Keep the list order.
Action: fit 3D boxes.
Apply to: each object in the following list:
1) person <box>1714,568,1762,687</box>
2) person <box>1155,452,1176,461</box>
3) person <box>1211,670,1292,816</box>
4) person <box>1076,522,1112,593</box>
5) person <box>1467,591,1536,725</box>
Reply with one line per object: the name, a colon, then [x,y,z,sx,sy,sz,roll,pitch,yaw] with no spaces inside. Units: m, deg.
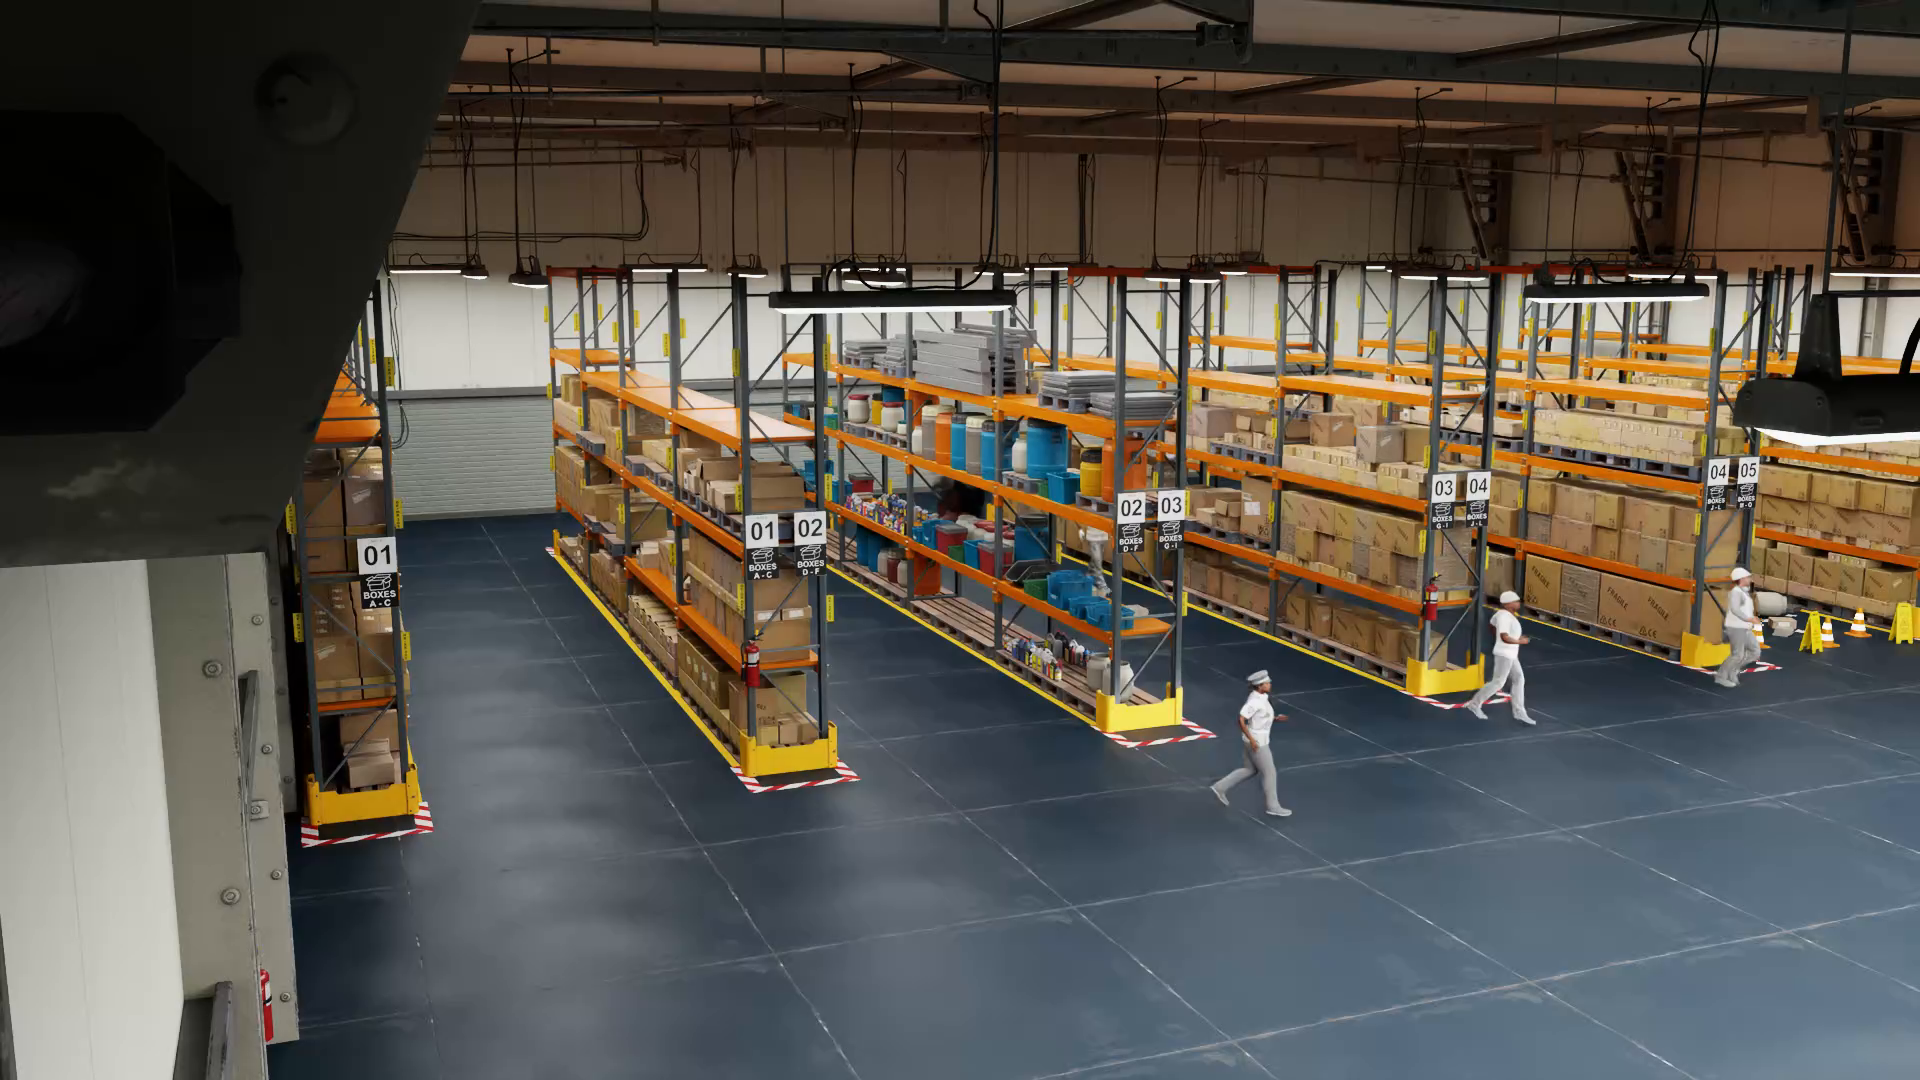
person: [11.440,1.270,24.344,0.574,1.729,0.715,7,12,35]
person: [4.961,-1.563,40.929,0.685,1.613,0.910,9,13,42]
person: [3.291,2.268,18.672,0.911,1.678,0.576,1,10,7]
person: [2.461,0.030,29.564,0.683,1.832,0.928,-5,11,-28]
person: [7.379,1.570,22.461,0.882,1.774,0.728,4,11,22]
